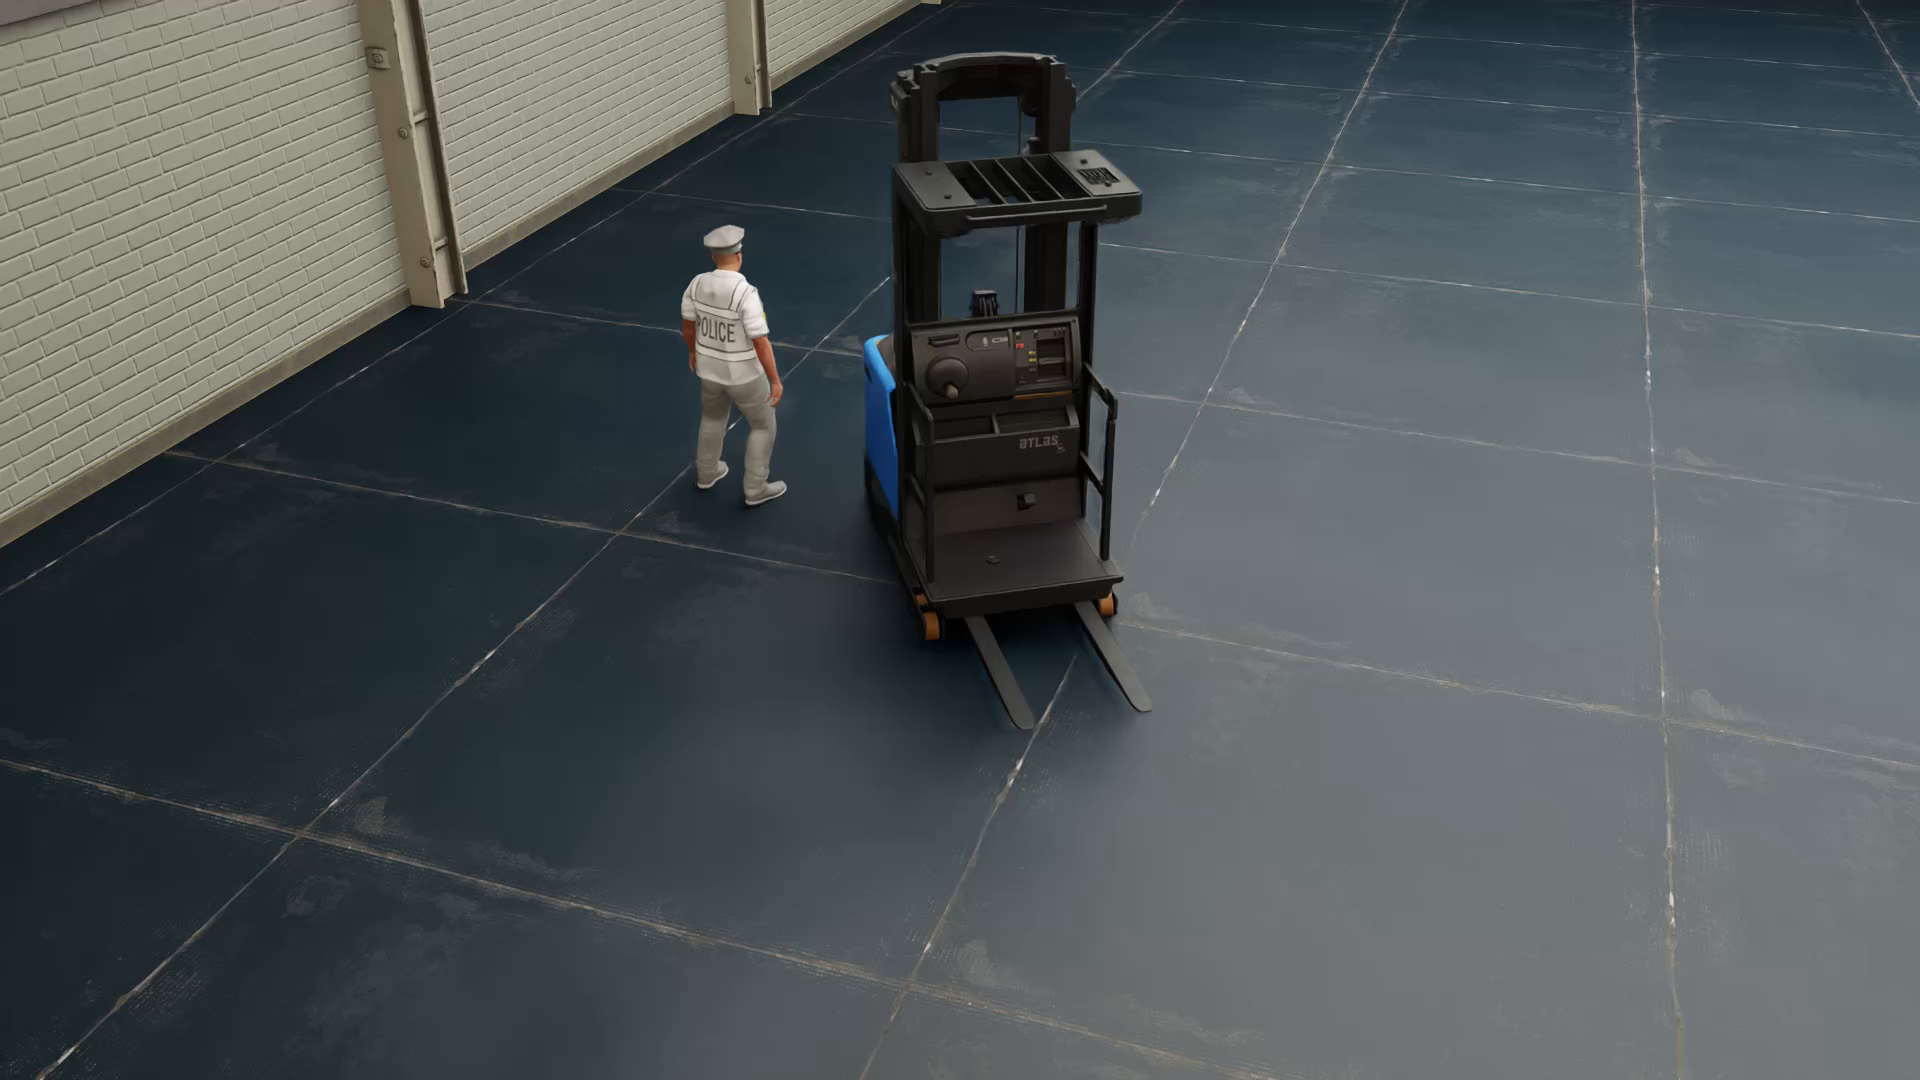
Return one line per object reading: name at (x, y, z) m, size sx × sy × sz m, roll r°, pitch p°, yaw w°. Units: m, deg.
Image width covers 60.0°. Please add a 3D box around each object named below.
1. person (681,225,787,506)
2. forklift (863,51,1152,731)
person at (-1.383, -1.058, 10.195) m, size 0.735 × 1.741 × 0.445 m, roll 15°, pitch 33°, yaw 24°
forklift at (0.251, -0.928, 8.765) m, size 1.130 × 2.935 × 3.031 m, roll -7°, pitch 30°, yaw -12°
